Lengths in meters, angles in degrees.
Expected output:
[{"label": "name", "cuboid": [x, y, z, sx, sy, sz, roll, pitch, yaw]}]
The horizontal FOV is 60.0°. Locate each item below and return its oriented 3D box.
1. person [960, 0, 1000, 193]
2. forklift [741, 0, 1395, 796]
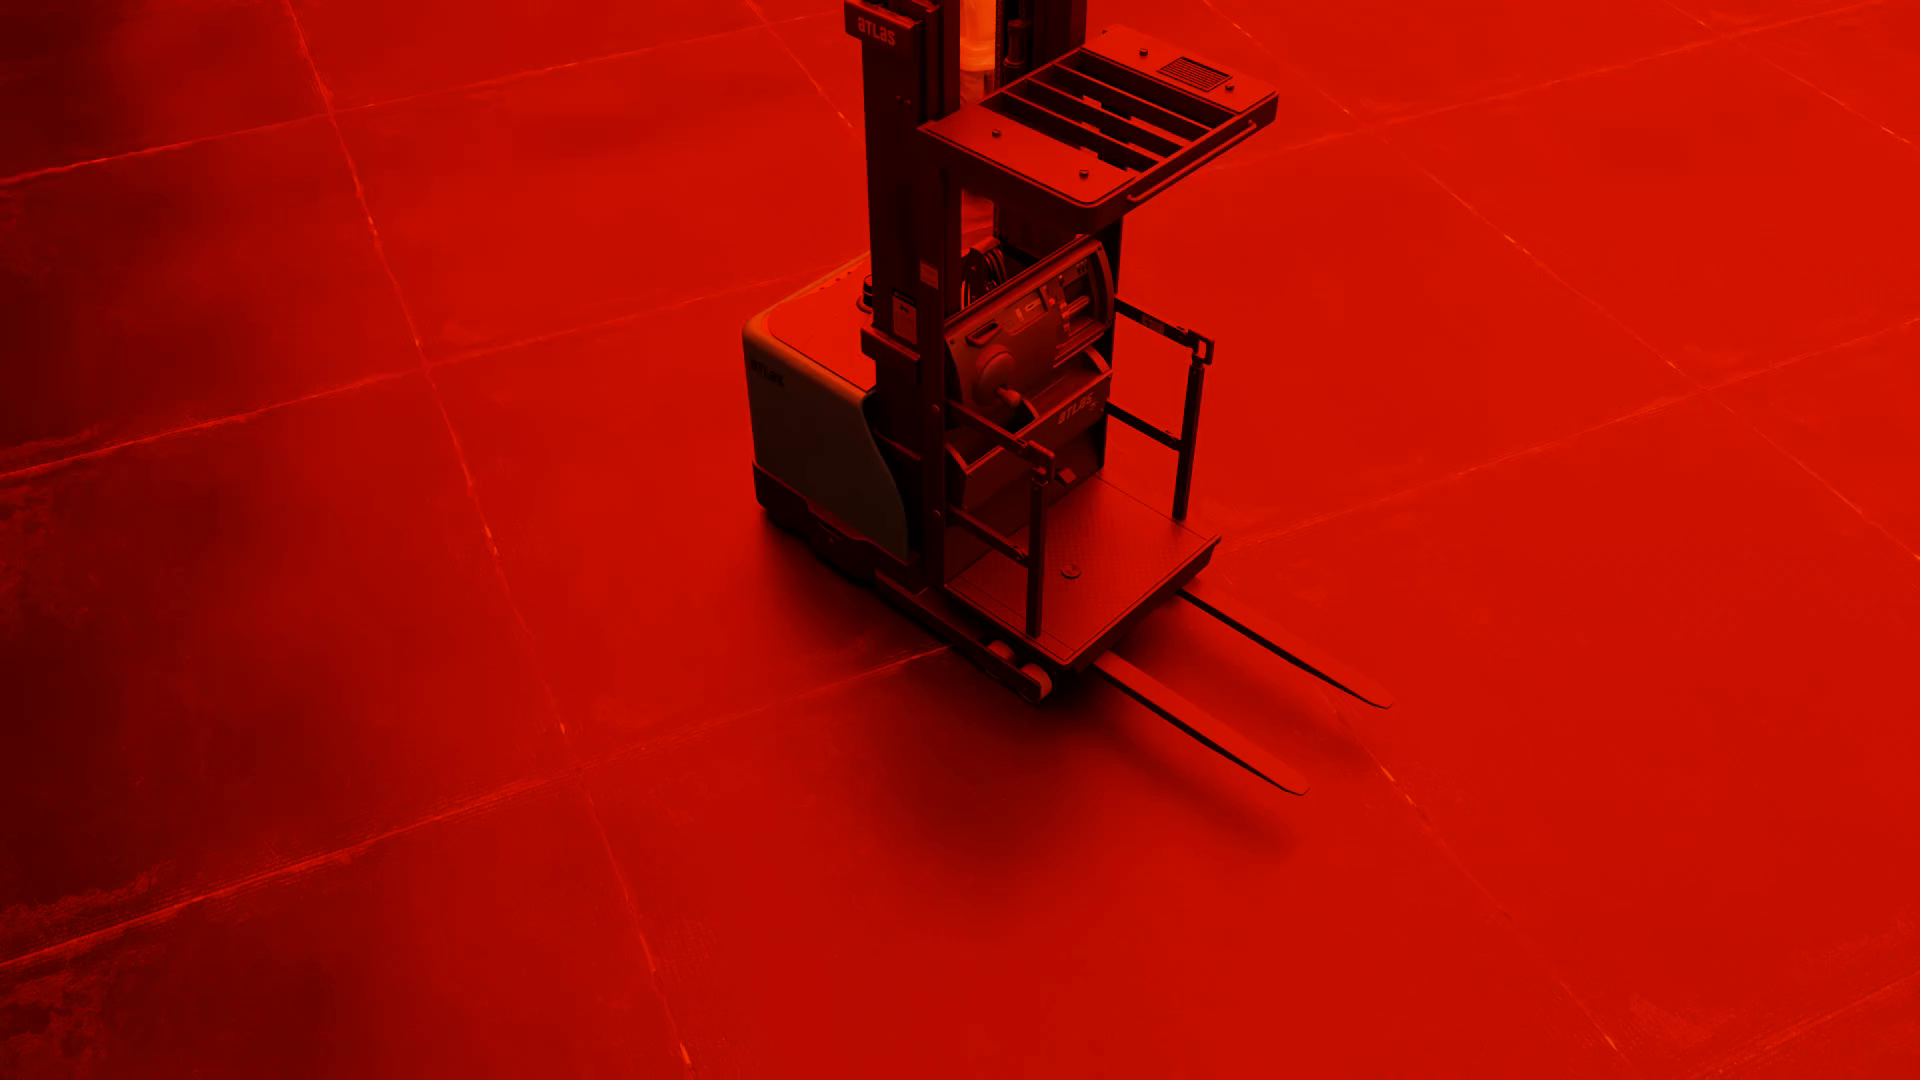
[{"label": "person", "cuboid": [0.091, -2.828, 9.553, 0.665, 1.765, 0.577, -17, 46, -17]}, {"label": "forklift", "cuboid": [0.445, -0.788, 6.525, 3.031, 2.935, 1.130, 32, 52, 30]}]
